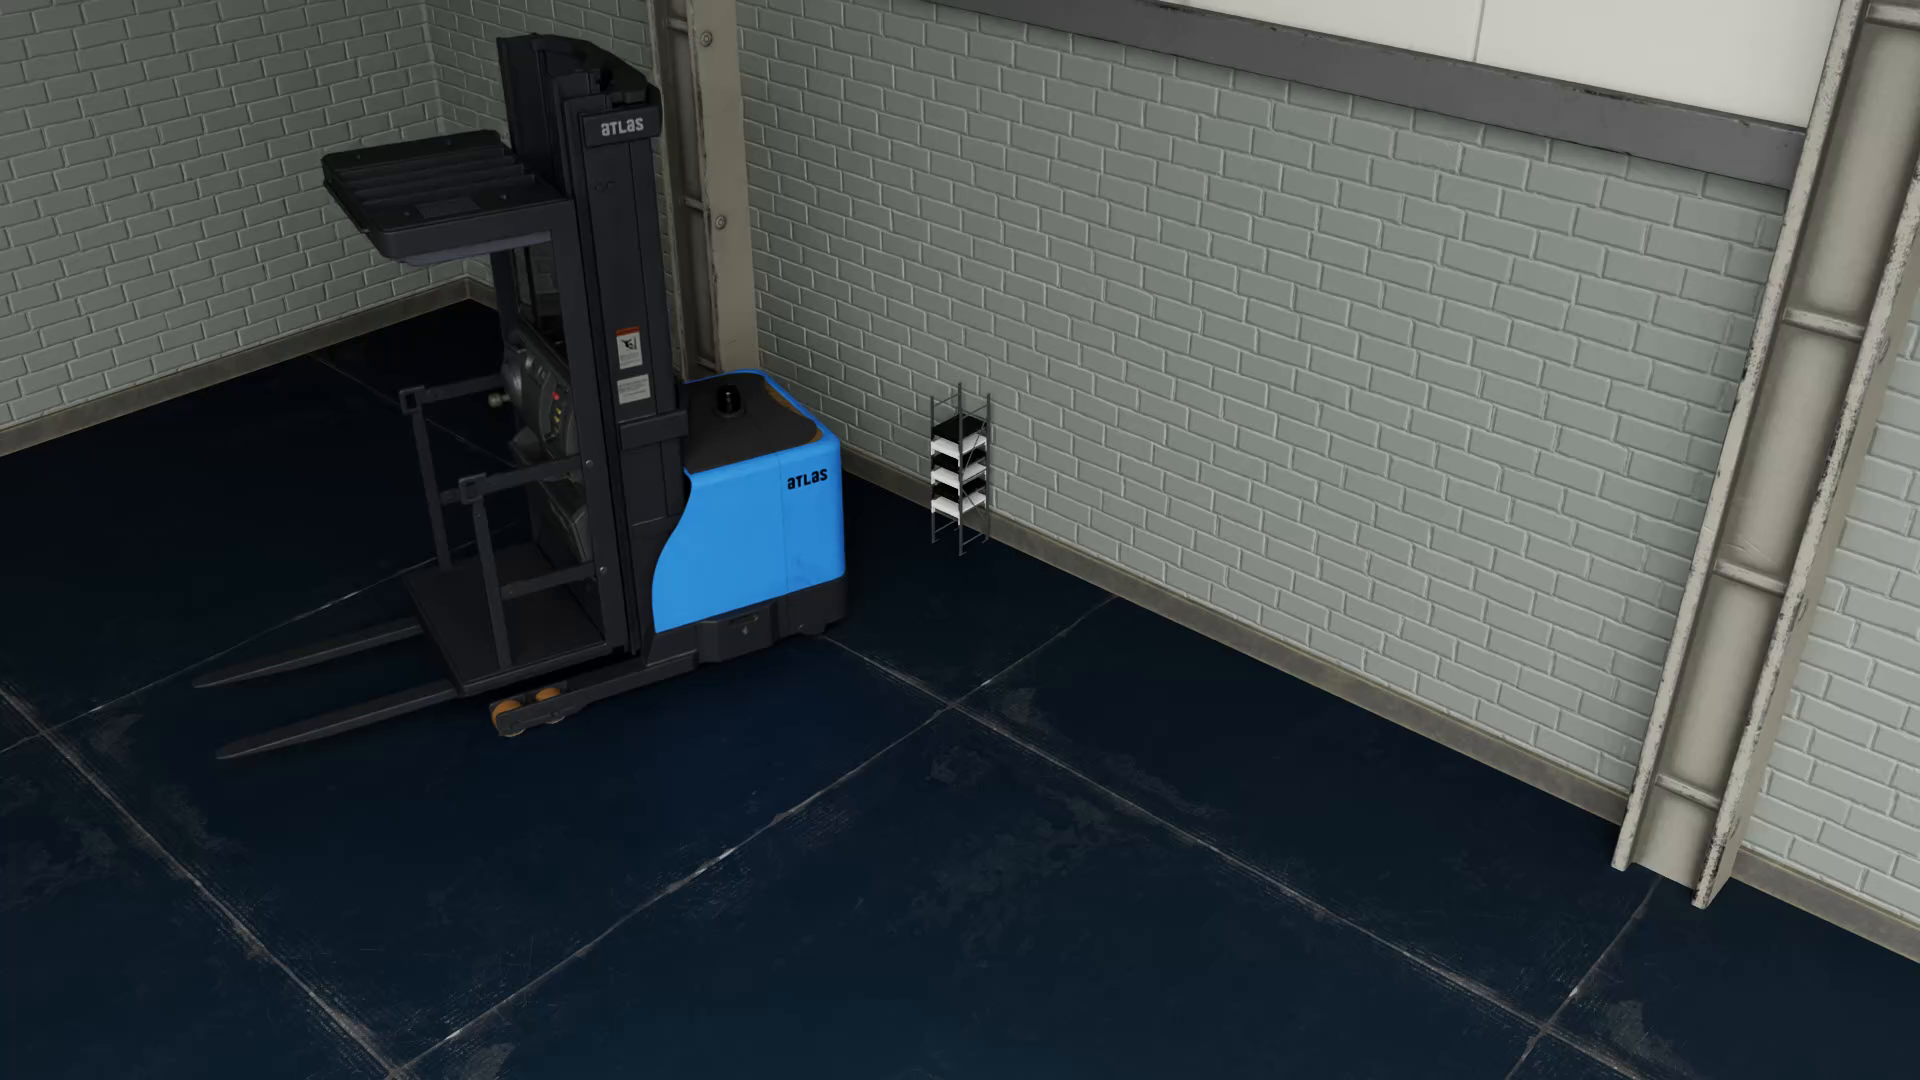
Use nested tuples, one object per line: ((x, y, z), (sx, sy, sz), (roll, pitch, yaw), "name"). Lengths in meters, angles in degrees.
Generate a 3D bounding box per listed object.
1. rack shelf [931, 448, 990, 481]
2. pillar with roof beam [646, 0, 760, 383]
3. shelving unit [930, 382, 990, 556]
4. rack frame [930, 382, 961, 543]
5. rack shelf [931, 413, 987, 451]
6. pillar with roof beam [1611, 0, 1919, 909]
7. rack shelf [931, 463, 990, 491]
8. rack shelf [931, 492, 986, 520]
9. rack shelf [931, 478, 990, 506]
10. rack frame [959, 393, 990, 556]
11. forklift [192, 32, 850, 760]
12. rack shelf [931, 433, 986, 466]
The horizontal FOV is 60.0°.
((0.002, -0.427, 8.978), (0.200, 0.077, 0.258), (25, 39, 35), "rack shelf")
((-4.358, -2.910, 5.358), (0.400, 9.000, 9.100), (25, 39, 35), "pillar with roof beam")
((0.002, -0.379, 9.007), (0.210, 0.900, 0.258), (25, 39, 35), "shelving unit")
((-0.074, -0.414, 9.065), (0.006, 0.900, 0.240), (25, 39, 35), "rack frame")
((0.002, -0.582, 8.885), (0.200, 0.077, 0.258), (25, 39, 35), "rack shelf")
((0.090, -0.833, 1.909), (0.400, 9.000, 9.100), (25, 39, 35), "pillar with roof beam")
((0.002, -0.350, 9.024), (0.200, 0.077, 0.258), (25, 39, 35), "rack shelf")
((0.002, -0.196, 9.117), (0.200, 0.077, 0.258), (25, 39, 35), "rack shelf")
((0.002, -0.273, 9.070), (0.200, 0.077, 0.258), (25, 39, 35), "rack shelf")
((0.078, -0.344, 8.949), (0.006, 0.900, 0.240), (25, 39, 35), "rack frame")
((-2.095, -0.654, 7.495), (3.031, 2.935, 1.130), (-17, 35, -26), "forklift")
((0.002, -0.505, 8.931), (0.200, 0.077, 0.258), (25, 39, 35), "rack shelf")
